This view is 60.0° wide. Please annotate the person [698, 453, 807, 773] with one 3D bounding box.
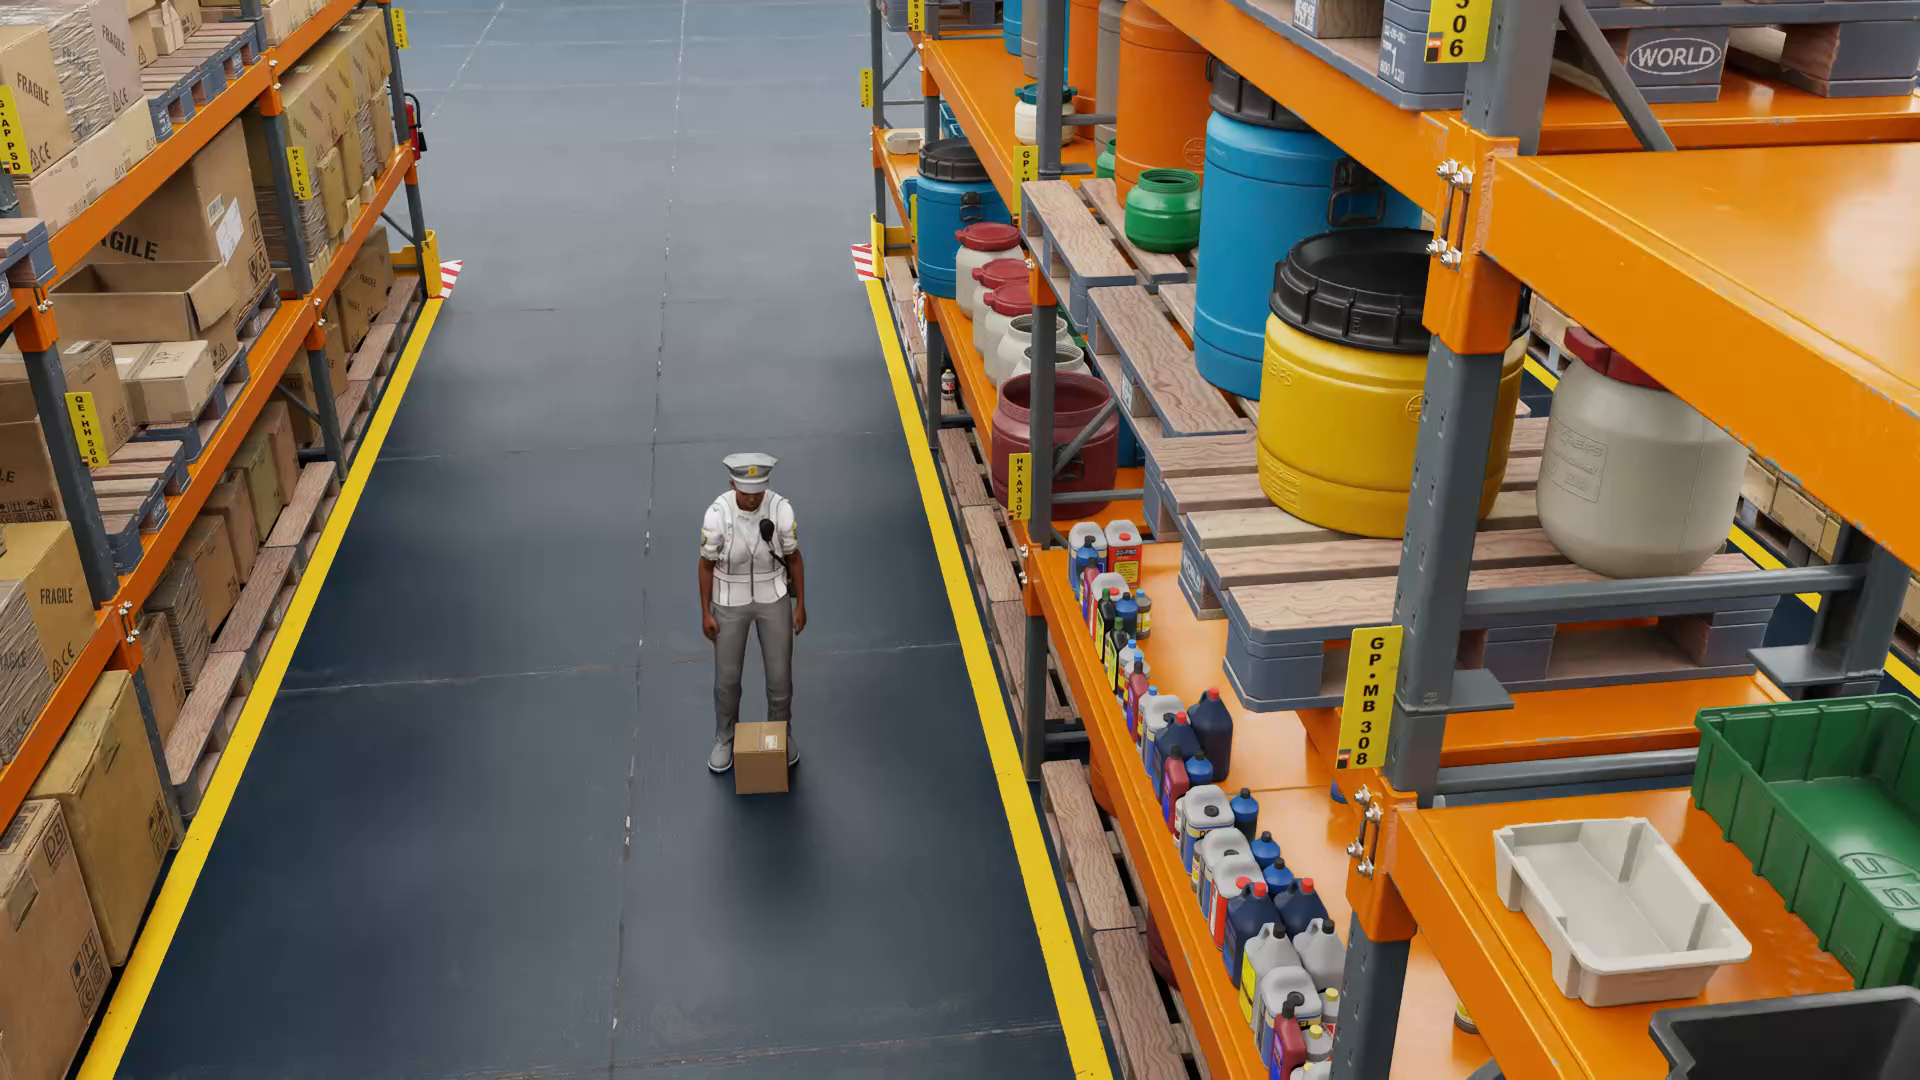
[{"bbox_3d":[-1.003,0.327,7.983,0.527,1.662,0.393,-5,28,-9],"label":"person"}]
